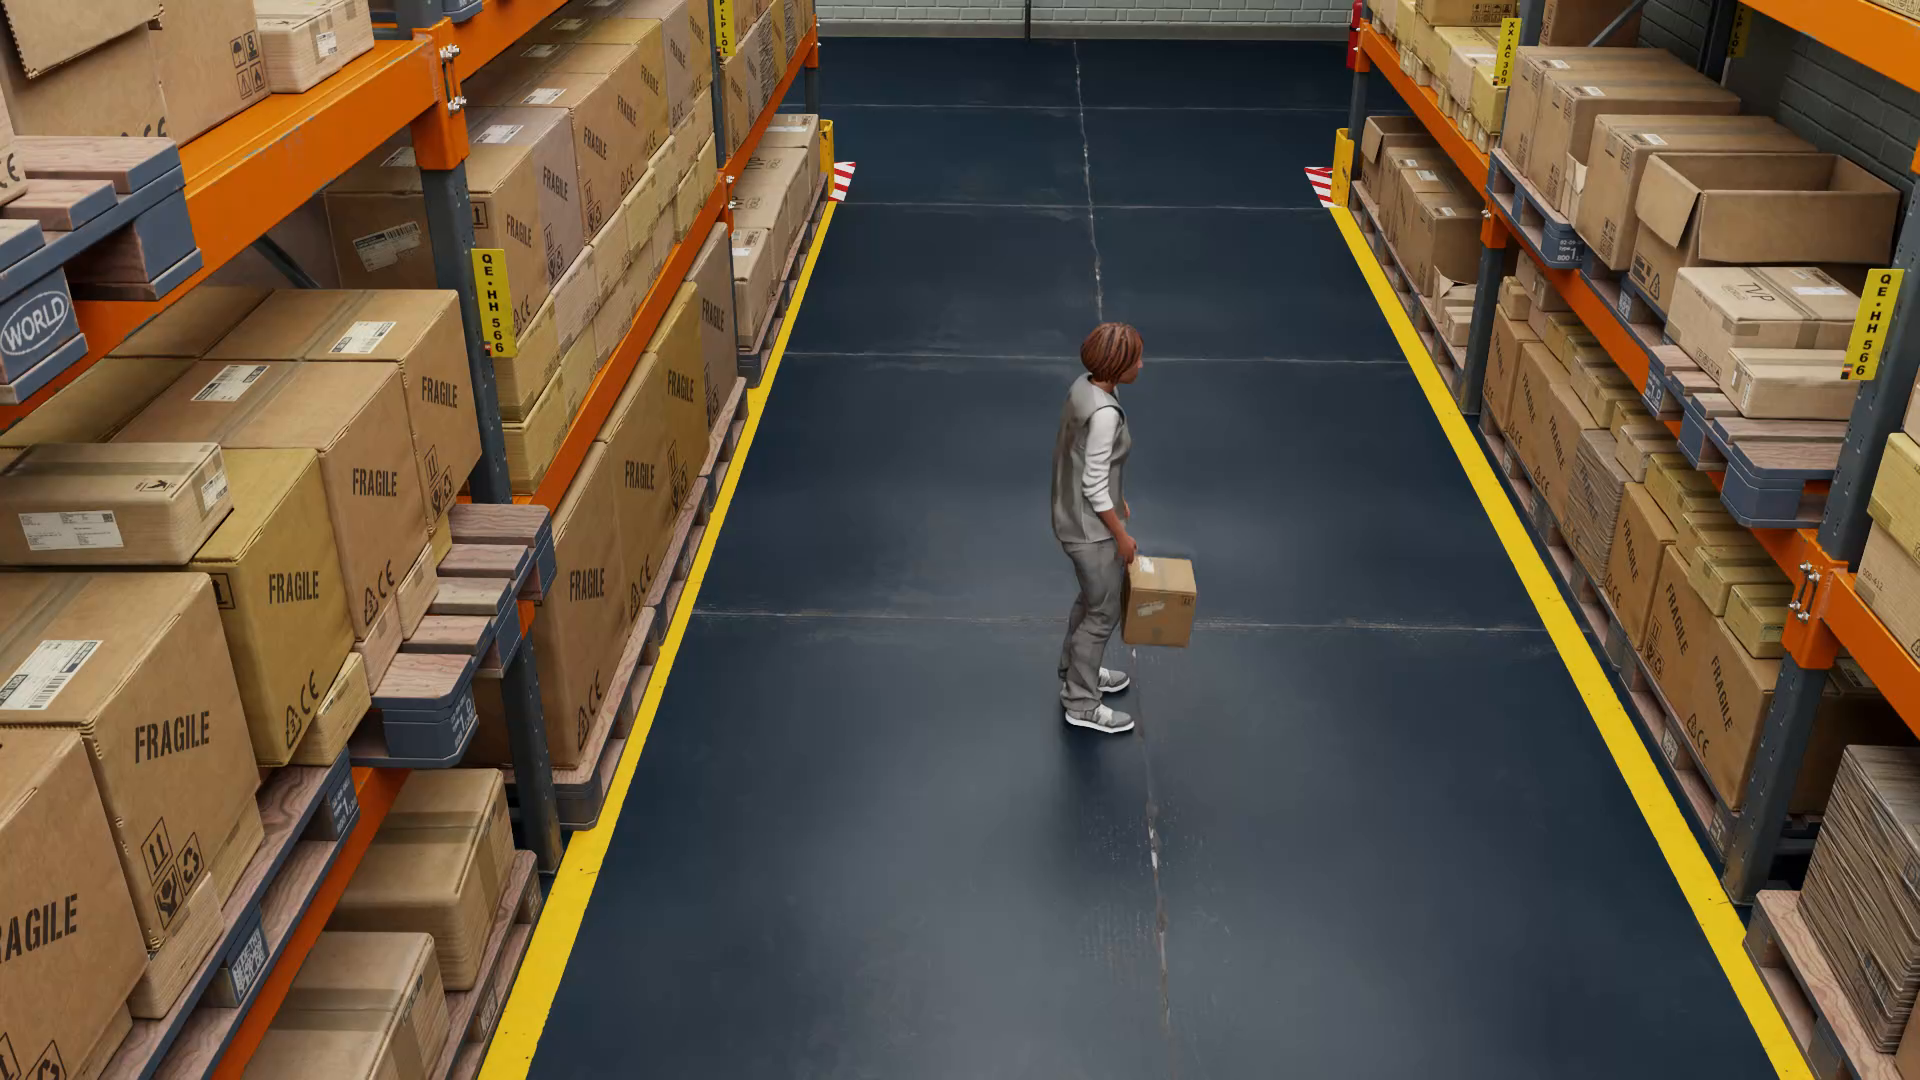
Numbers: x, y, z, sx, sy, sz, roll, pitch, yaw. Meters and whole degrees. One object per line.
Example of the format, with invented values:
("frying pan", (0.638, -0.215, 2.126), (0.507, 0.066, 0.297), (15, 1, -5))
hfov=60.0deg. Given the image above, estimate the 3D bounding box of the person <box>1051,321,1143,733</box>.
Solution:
("person", (0.511, -0.058, 6.236), (0.341, 1.598, 0.452), (0, 28, 0))
